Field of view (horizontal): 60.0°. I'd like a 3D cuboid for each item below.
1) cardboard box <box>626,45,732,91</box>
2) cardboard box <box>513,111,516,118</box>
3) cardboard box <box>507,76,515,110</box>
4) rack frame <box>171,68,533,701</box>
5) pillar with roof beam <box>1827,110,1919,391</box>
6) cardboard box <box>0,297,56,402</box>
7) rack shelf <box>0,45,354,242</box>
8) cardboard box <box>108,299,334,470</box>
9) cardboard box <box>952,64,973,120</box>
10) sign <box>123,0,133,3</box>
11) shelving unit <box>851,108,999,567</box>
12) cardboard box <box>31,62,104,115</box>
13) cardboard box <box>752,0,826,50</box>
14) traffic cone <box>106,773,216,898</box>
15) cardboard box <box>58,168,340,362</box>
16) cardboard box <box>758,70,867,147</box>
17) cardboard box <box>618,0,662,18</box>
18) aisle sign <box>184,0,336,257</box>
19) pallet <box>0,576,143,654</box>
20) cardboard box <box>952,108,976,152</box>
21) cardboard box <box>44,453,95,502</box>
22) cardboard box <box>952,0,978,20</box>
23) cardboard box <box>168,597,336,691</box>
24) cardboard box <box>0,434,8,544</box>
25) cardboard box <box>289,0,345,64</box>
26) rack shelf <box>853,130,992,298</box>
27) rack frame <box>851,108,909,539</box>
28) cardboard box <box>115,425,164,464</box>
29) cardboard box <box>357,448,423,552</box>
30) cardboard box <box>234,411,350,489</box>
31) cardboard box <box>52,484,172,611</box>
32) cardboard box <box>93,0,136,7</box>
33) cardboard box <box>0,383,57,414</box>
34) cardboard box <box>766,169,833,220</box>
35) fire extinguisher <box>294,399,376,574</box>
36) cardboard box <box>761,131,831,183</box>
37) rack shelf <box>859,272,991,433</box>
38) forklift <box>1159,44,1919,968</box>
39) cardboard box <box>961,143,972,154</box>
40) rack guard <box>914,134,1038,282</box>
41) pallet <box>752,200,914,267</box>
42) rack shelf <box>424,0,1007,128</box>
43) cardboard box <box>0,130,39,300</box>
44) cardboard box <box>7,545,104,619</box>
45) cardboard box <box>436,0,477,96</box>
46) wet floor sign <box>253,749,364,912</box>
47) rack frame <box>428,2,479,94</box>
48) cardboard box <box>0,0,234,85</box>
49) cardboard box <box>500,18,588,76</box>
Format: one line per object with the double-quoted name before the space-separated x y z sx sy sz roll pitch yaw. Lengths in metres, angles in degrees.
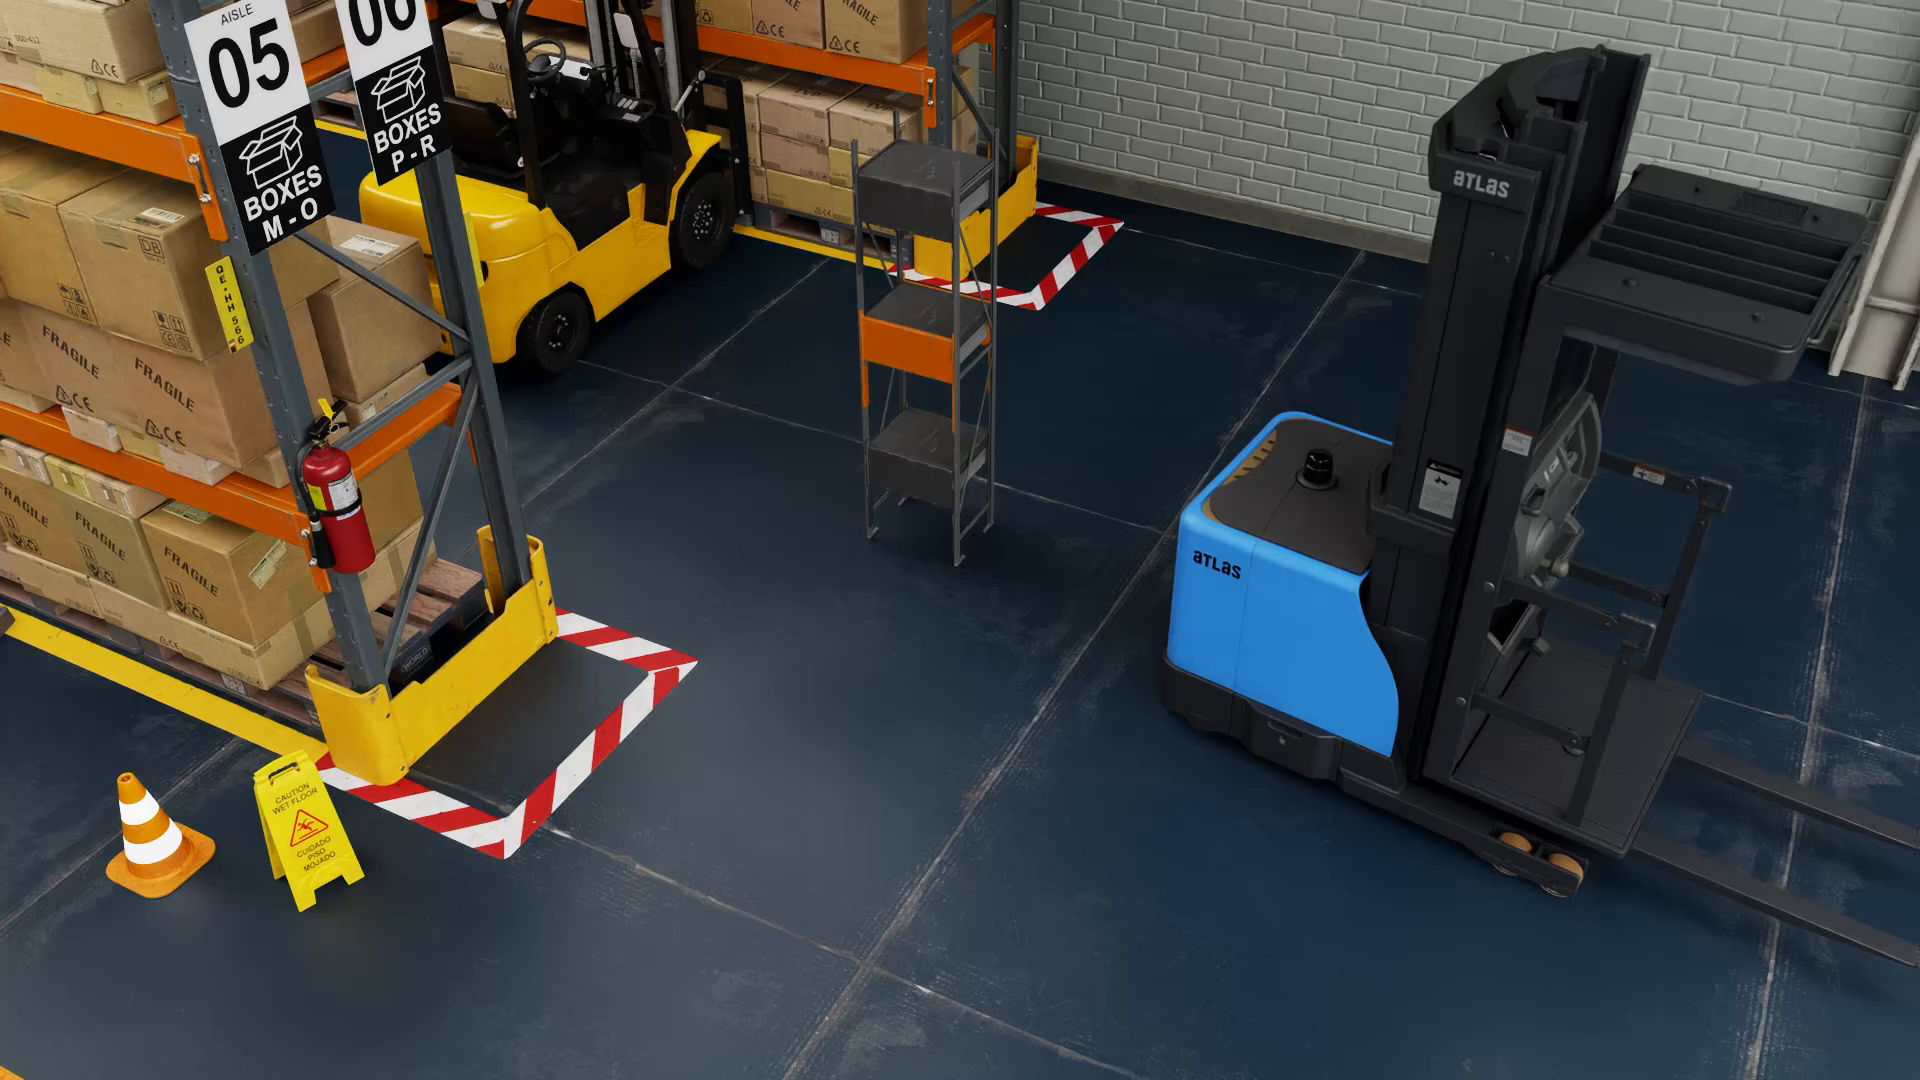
"cardboard box" -1.819 -3.013 10.858 0.500 0.250 0.500 17 40 21
"cardboard box" -2.728 -2.902 11.539 0.500 0.250 0.500 17 40 21
"cardboard box" -2.727 -3.107 11.396 0.500 0.250 0.500 17 40 21
"rack frame" -2.191 -0.497 6.444 0.127 3.000 1.000 17 41 21
"pillar with roof beam" 3.233 -2.251 3.792 0.400 9.000 9.100 17 41 21
"cardboard box" -3.684 -0.941 6.700 0.500 0.500 0.500 17 40 21
"rack shelf" -3.967 -1.962 6.487 4.000 0.370 1.077 17 41 21
"cardboard box" -2.799 -0.658 6.328 0.500 0.500 0.500 17 40 21
"cardboard box" -0.251 -2.869 10.668 0.500 0.250 0.500 17 40 21
"sign" -2.464 -1.752 4.884 0.005 0.325 0.100 17 41 21
"shelving unit" -0.147 -0.882 7.696 0.503 2.100 0.431 17 41 21
"cardboard box" -2.872 -1.593 5.614 0.250 0.149 0.380 18 41 22
"cardboard box" -0.925 -3.348 10.117 0.500 0.500 0.500 19 41 23
"traffic cone" -3.166 1.086 6.456 0.334 0.463 0.336 17 41 21
"cardboard box" -2.745 -1.079 6.054 0.500 0.500 0.700 16 40 20
"cardboard box" -0.920 -2.733 10.489 0.500 0.250 0.500 18 41 22
"cardboard box" -1.832 -3.624 10.481 0.500 0.500 0.500 18 41 22
"aisle sign" -2.269 -1.360 5.430 0.004 0.787 0.394 17 41 21
"pallet" -4.042 0.008 8.085 1.213 0.211 1.003 17 41 21
"cardboard box" -0.233 -2.677 10.828 0.500 0.250 0.500 18 41 22
"cardboard box" -3.601 -0.347 7.016 0.250 0.149 0.380 18 41 22
"cardboard box" -0.223 -3.490 10.304 0.500 0.500 0.500 19 41 23
"cardboard box" -3.053 0.344 7.263 0.500 0.250 0.500 17 40 21
"cardboard box" -4.402 -0.384 7.601 0.500 0.500 0.500 20 41 24
"cardboard box" -2.336 -1.858 5.964 0.250 0.149 0.380 17 41 22
"rack shelf" -0.147 -1.429 7.281 0.480 0.518 0.431 17 41 21
"rack frame" -0.364 -0.950 7.785 0.015 2.100 0.400 17 41 21
"cardboard box" -3.115 -0.480 6.629 0.250 0.149 0.380 17 40 21
"cardboard box" -2.801 -0.247 7.421 0.500 0.500 0.500 16 40 20
"cardboard box" -2.621 -0.386 6.505 0.250 0.149 0.380 19 41 23
"cardboard box" -3.487 -0.094 7.219 0.500 0.500 0.500 19 41 23
"cardboard box" -2.627 -1.845 5.287 0.250 0.149 0.380 18 41 22
"cardboard box" -3.789 -0.704 6.924 0.250 0.149 0.380 17 40 21
"cardboard box" -0.911 -2.340 10.798 0.500 0.250 0.500 17 41 21
"fire extinguisher" -2.301 -0.187 6.099 0.183 0.674 0.296 17 41 21
"cardboard box" -0.928 -2.547 10.658 0.500 0.250 0.500 17 40 21
"rack shelf" -0.147 -0.872 7.704 0.480 0.518 0.431 17 41 21
"forklift" 2.372 -0.153 6.047 3.031 2.935 1.130 23 43 27
"cardboard box" -0.257 -2.477 10.979 0.500 0.250 0.500 18 41 22
"rack guard" 0.110 -2.161 10.703 0.348 0.500 1.175 17 41 21
"pallet" -0.610 -2.243 11.050 1.213 0.211 1.003 17 41 21
"rack shelf" -1.687 -3.433 10.906 4.000 0.370 1.077 17 41 21
"cardboard box" -3.691 -1.310 6.359 0.500 0.500 0.700 17 40 21
"cardboard box" -3.956 0.060 7.637 0.500 0.250 0.500 16 40 20
"cardboard box" -3.932 -3.636 12.195 0.625 0.625 0.875 19 41 23
"wet floor sign" -2.514 1.068 6.329 0.267 0.644 0.232 -29 46 -33
"rack frame" -3.463 -4.275 11.421 0.127 3.000 1.000 17 41 21
"cardboard box" -2.769 -1.748 5.489 0.500 0.250 0.500 17 40 21
"cardboard box" -2.728 -3.295 11.230 0.500 0.250 0.500 17 41 22
